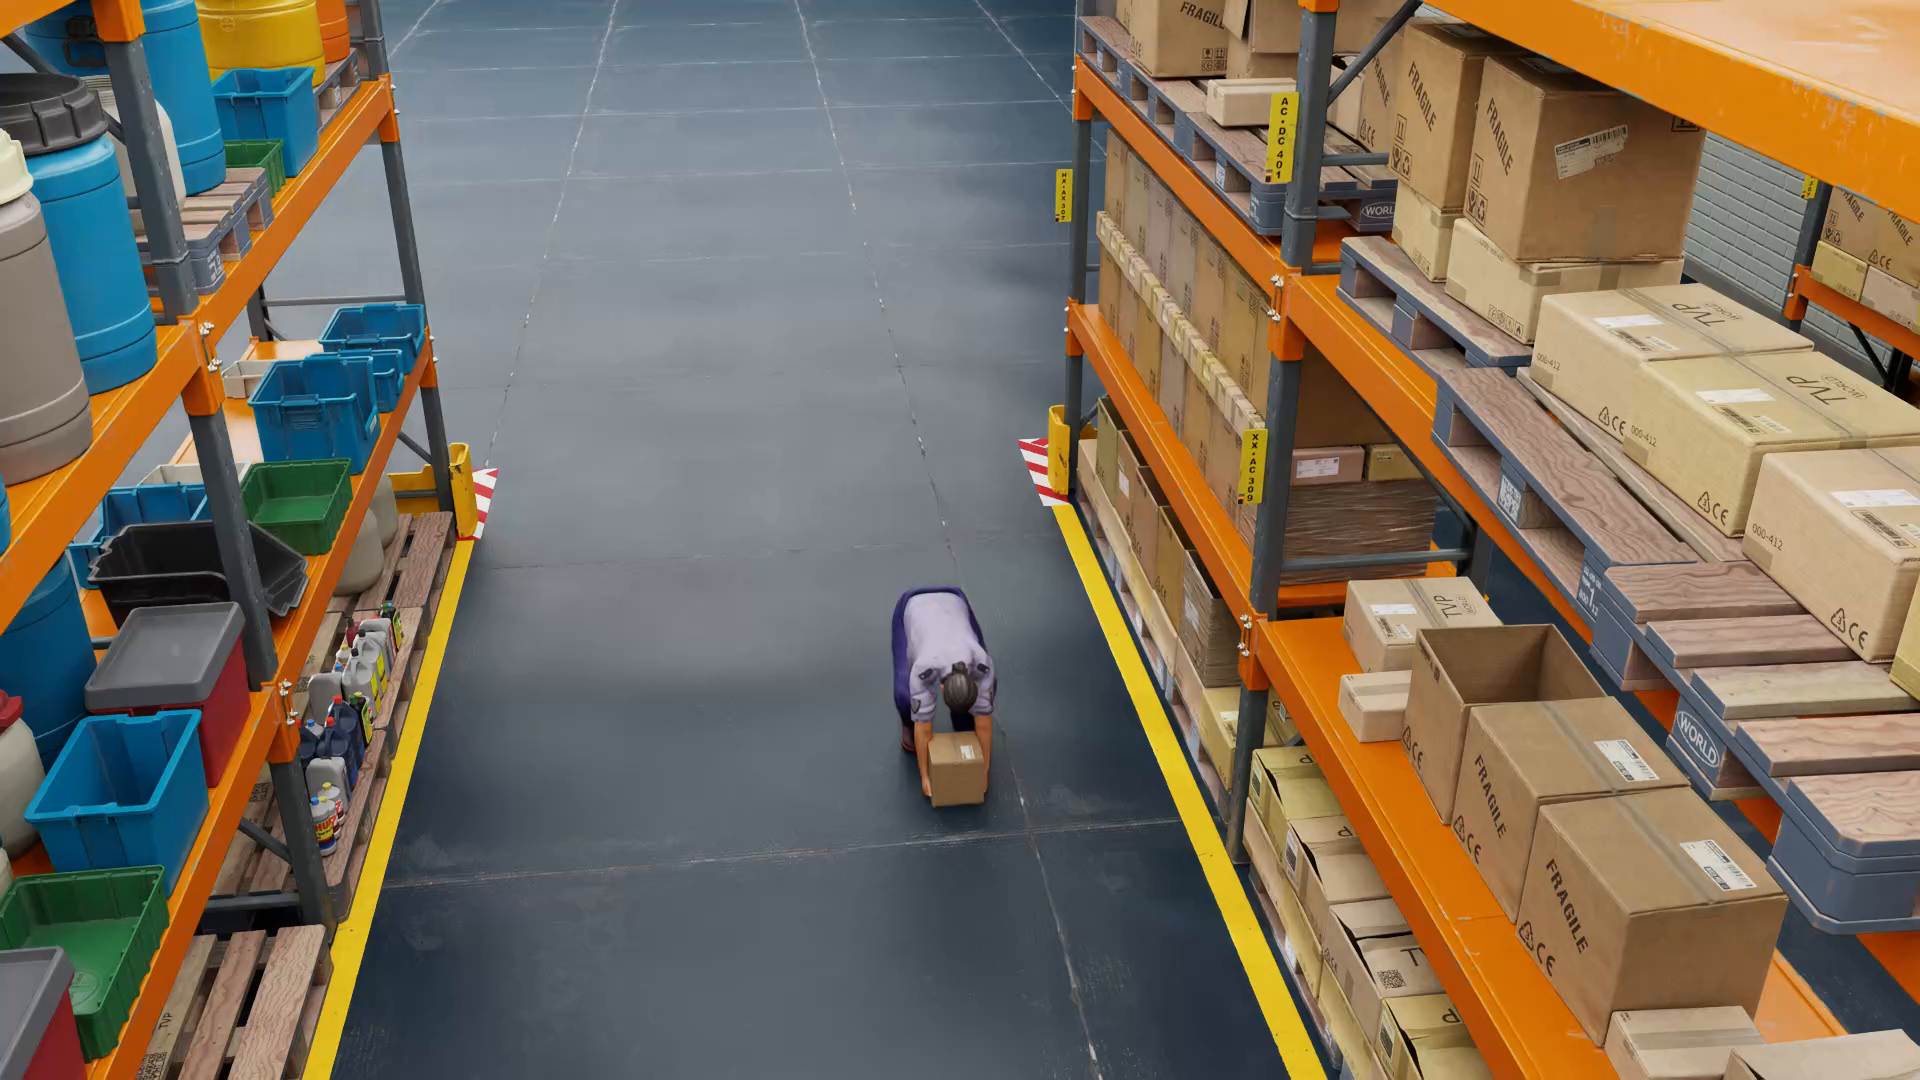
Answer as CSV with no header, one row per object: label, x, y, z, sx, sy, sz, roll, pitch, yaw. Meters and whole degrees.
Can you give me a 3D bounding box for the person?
person,-0.093,0.271,8.112,0.506,1.642,0.423,-4,28,-8
